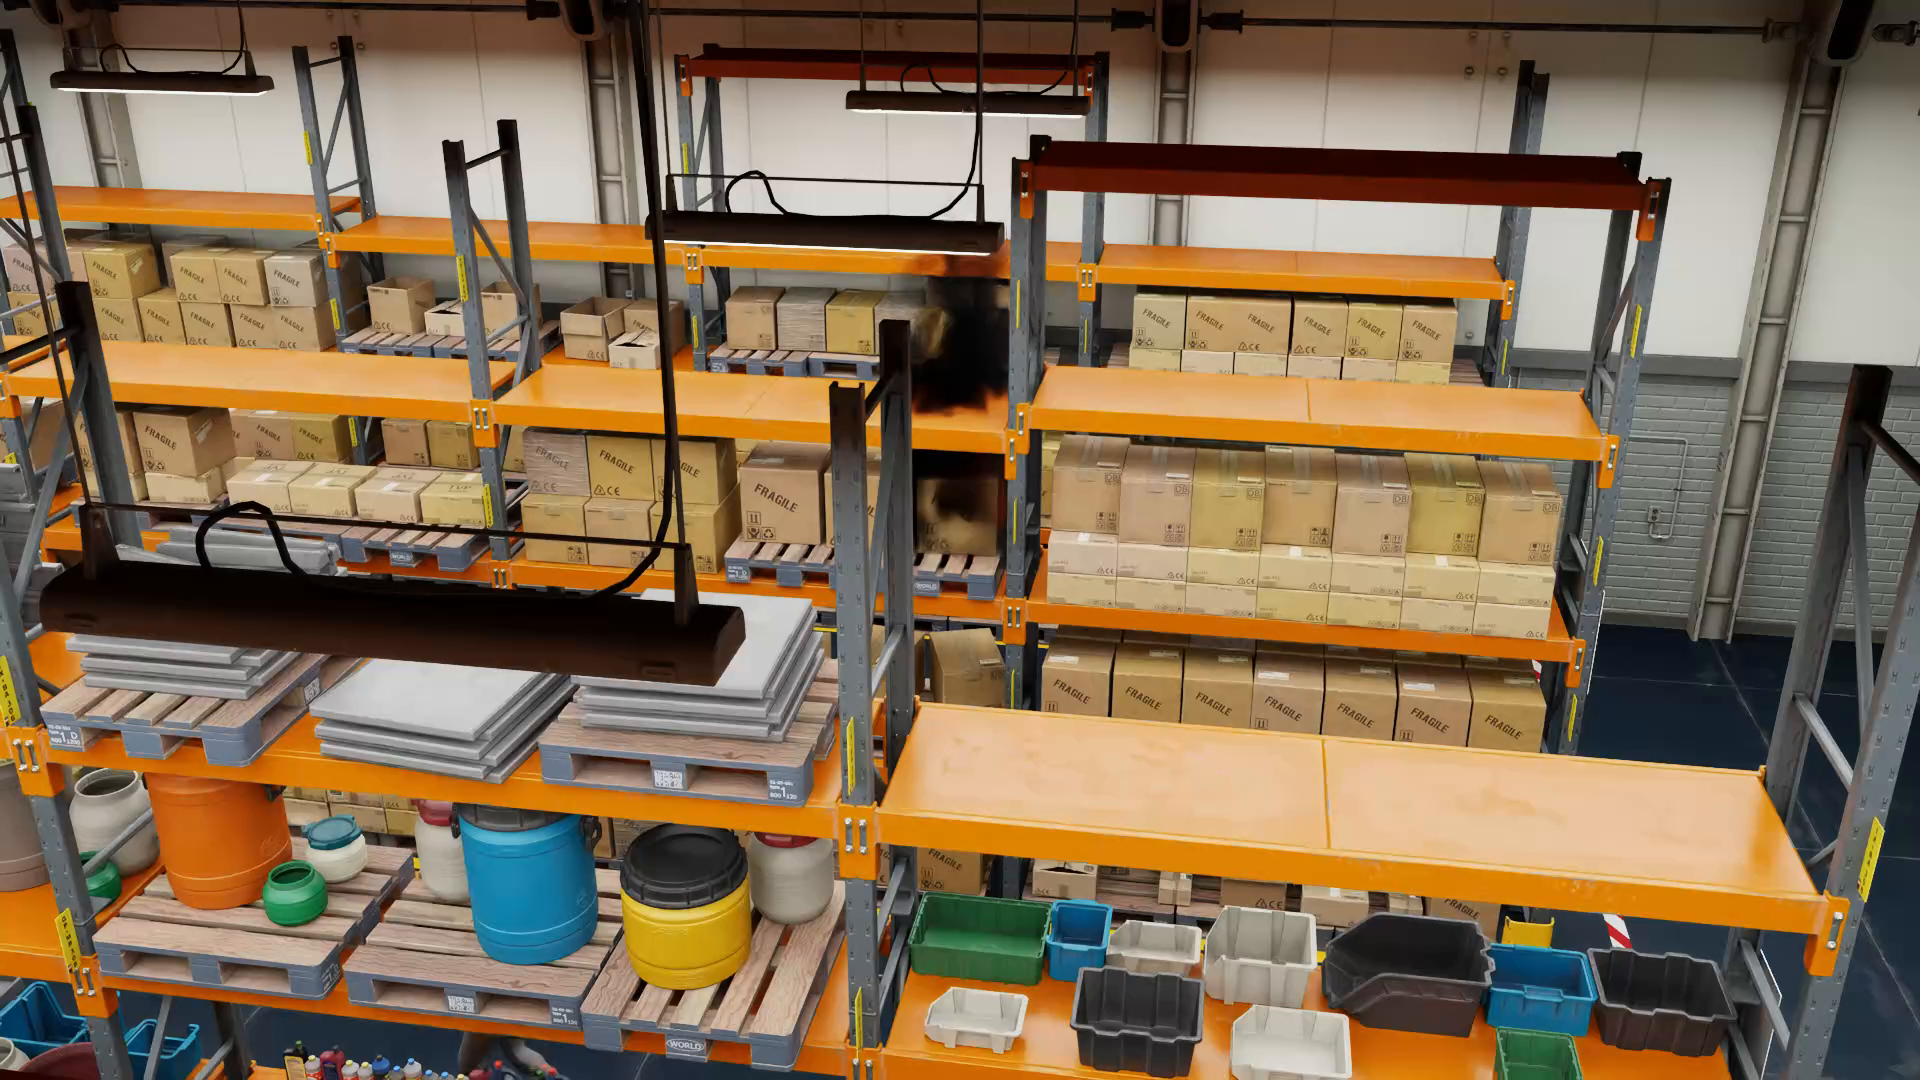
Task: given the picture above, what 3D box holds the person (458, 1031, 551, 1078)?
[{"bbox_3d":[-3.019,3.110,10.867,0.862,1.739,0.570,4,23,9],"label":"person"}]
